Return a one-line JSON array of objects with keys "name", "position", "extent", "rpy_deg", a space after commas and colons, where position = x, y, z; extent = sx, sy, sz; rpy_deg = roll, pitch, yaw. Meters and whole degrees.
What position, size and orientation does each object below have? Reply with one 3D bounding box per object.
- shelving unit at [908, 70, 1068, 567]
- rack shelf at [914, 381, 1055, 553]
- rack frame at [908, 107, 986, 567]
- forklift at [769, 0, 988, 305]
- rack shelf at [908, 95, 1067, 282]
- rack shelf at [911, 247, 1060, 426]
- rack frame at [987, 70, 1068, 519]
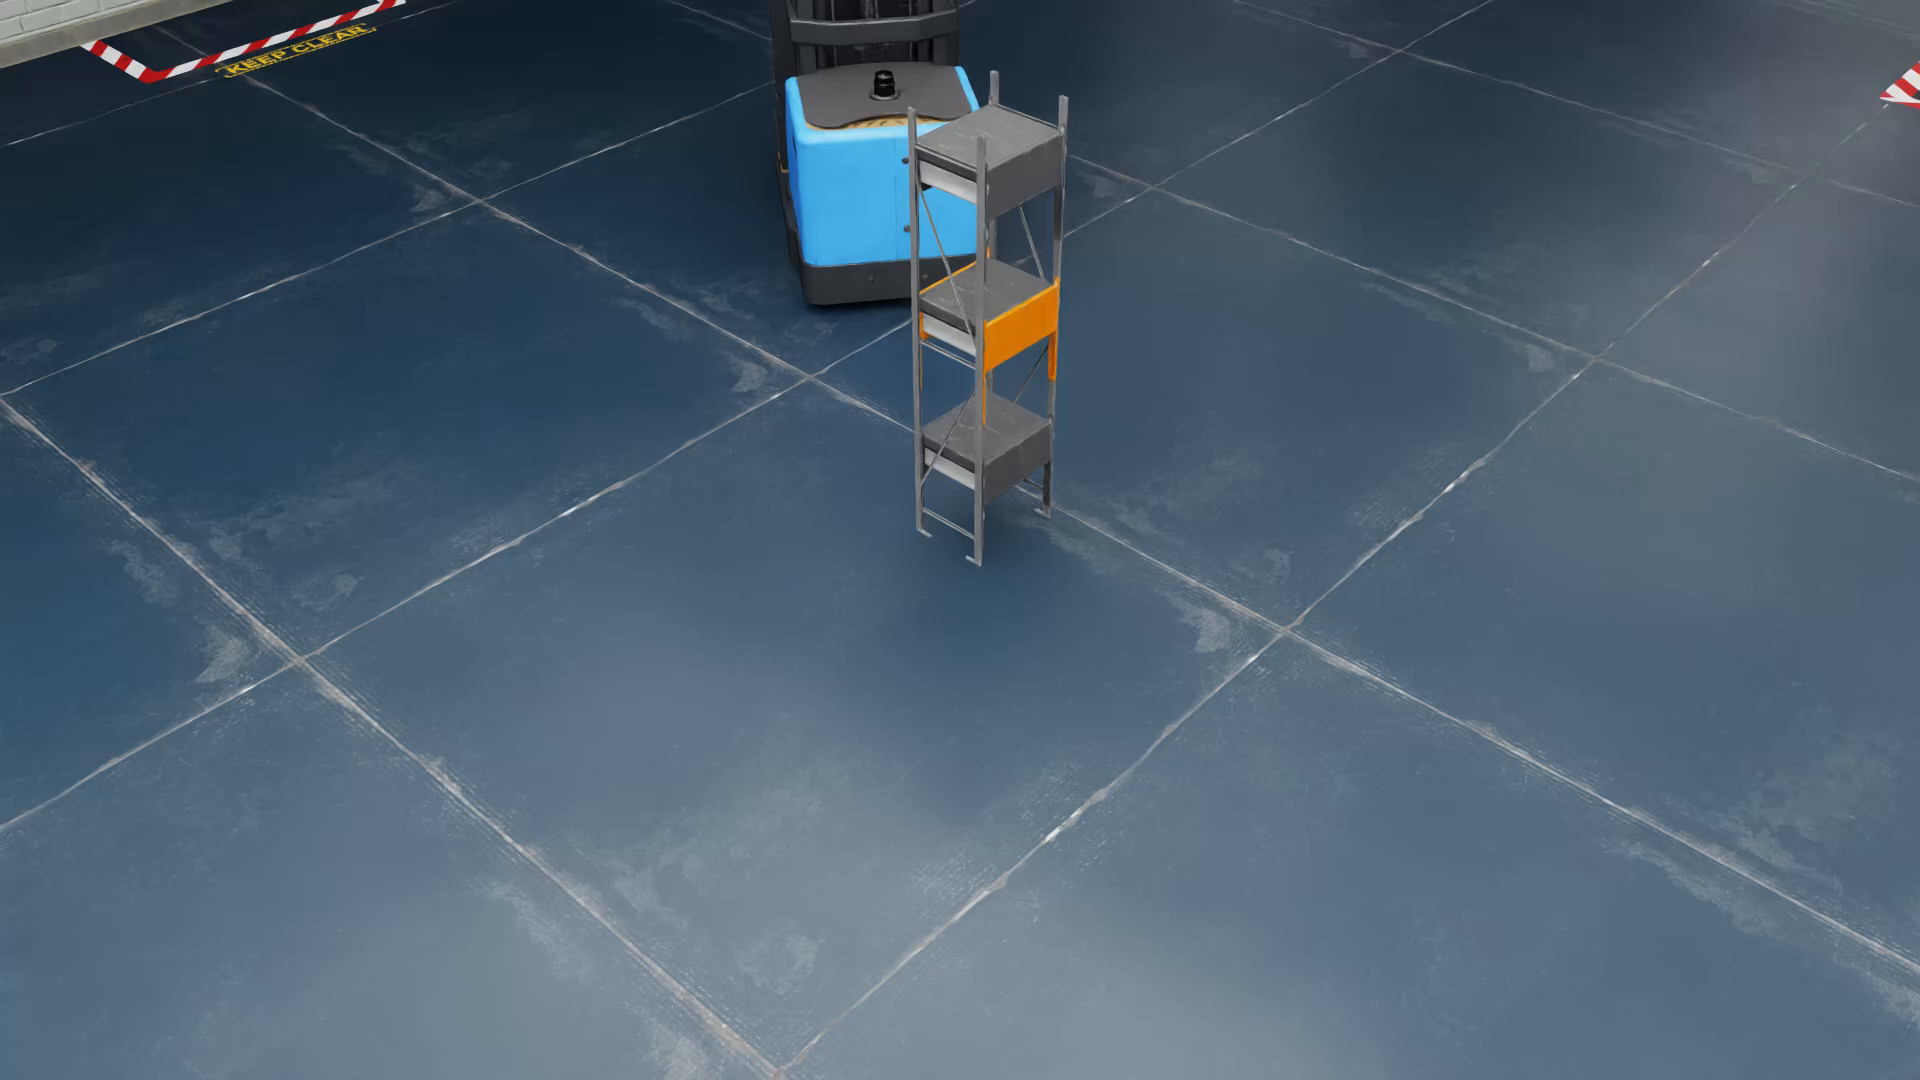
[{"name": "shelving unit", "position": [0.112, -0.898, 7.192], "extent": [0.431, 2.100, 0.503], "rpy_deg": [30, 47, 32]}, {"name": "rack shelf", "position": [0.112, -0.339, 7.636], "extent": [0.431, 0.518, 0.480], "rpy_deg": [30, 47, 32]}, {"name": "rack frame", "position": [-0.053, -0.786, 7.051], "extent": [0.400, 2.100, 0.015], "rpy_deg": [30, 47, 32]}, {"name": "forklift", "position": [-0.590, -3.377, 9.642], "extent": [1.130, 2.935, 3.031], "rpy_deg": [-6, 39, -7]}, {"name": "rack shelf", "position": [0.112, -1.435, 6.765], "extent": [0.431, 0.518, 0.480], "rpy_deg": [30, 47, 32]}, {"name": "rack shelf", "position": [0.112, -0.887, 7.201], "extent": [0.431, 0.518, 0.480], "rpy_deg": [30, 47, 32]}, {"name": "rack frame", "position": [0.276, -1.010, 7.333], "extent": [0.400, 2.100, 0.015], "rpy_deg": [30, 47, 32]}]
